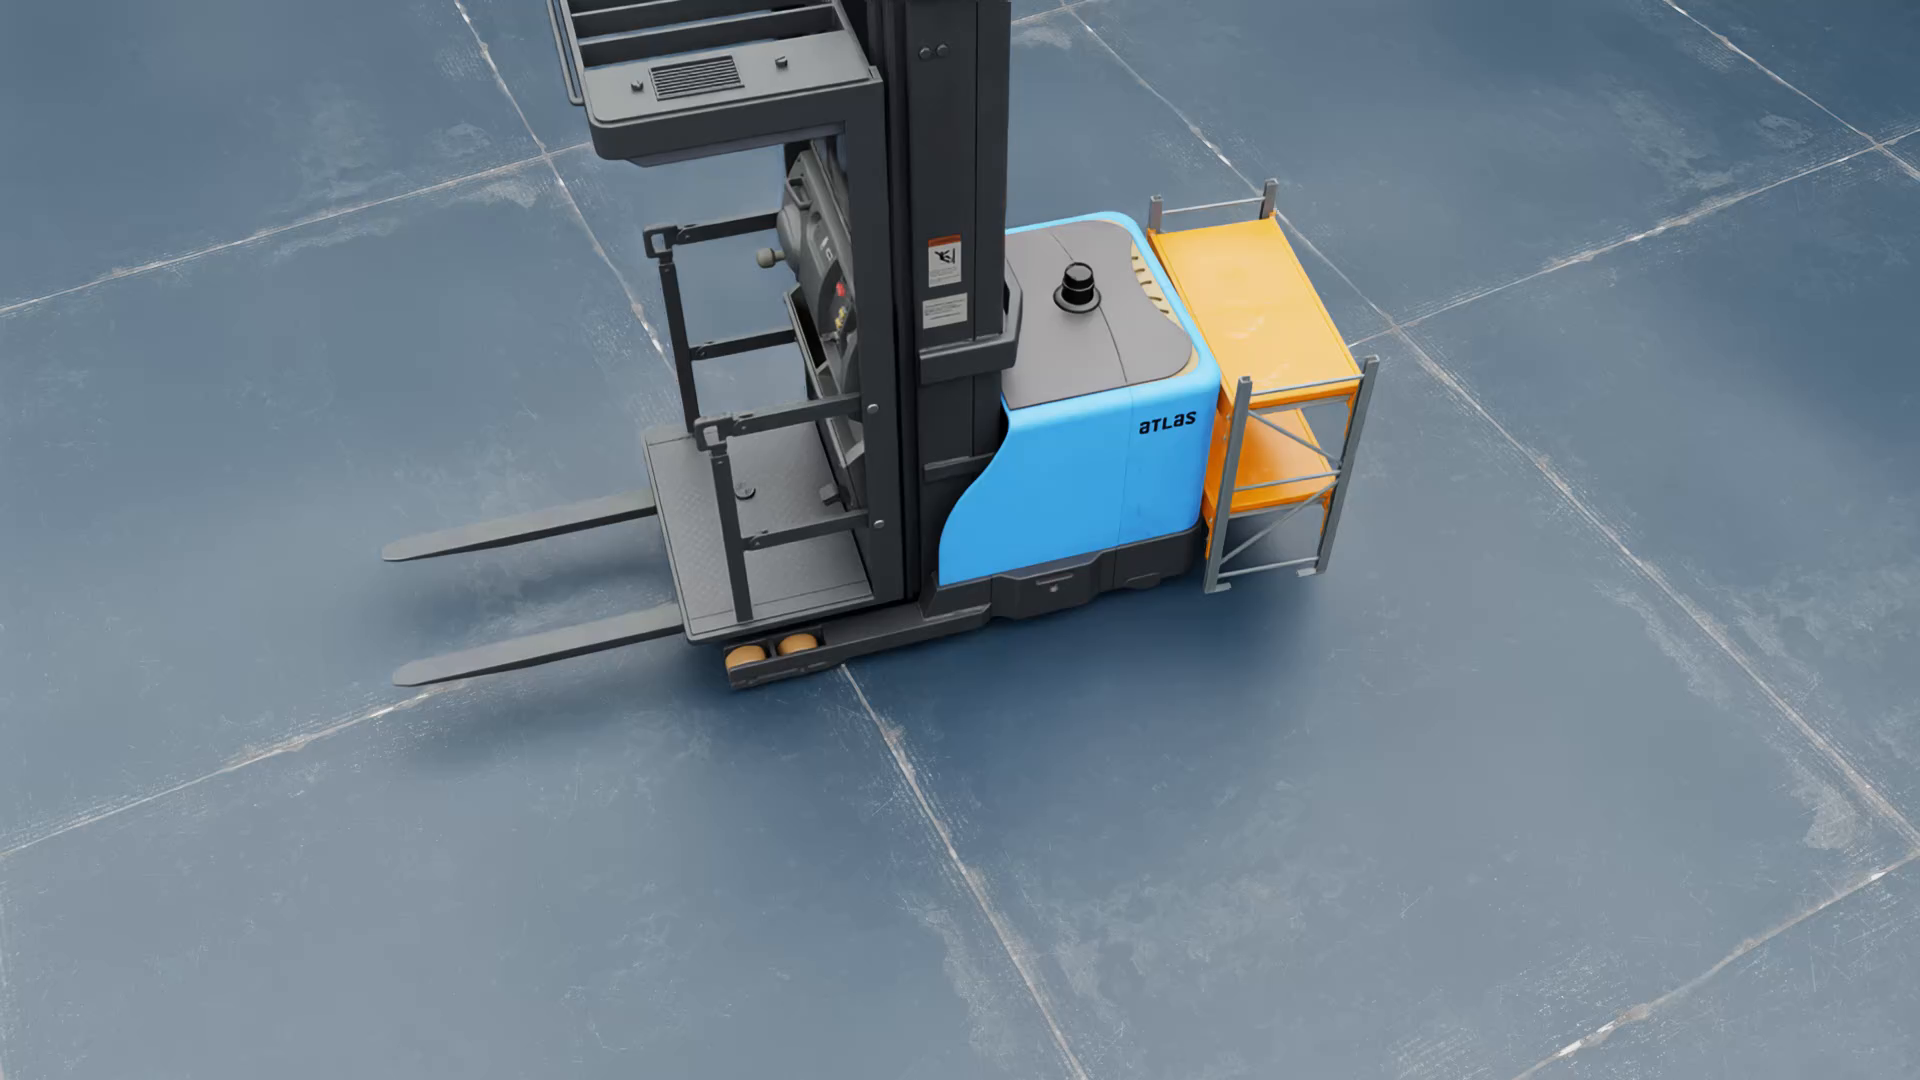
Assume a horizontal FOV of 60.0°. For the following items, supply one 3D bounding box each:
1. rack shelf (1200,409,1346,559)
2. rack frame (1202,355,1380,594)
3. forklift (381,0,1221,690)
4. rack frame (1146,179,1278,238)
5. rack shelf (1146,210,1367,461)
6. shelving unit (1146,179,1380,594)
[{"bbox_3d":[1.079,-0.425,6.592,0.538,0.278,1.000,-10,50,-8],"label":"rack shelf"},{"bbox_3d":[1.191,-0.213,6.081,0.500,1.125,0.032,-10,50,-8],"label":"rack frame"},{"bbox_3d":[-0.652,-0.865,5.452,3.031,2.935,1.130,-12,50,-11],"label":"forklift"},{"bbox_3d":[0.967,-0.959,6.734,0.500,1.125,0.032,-10,50,-8],"label":"rack frame"},{"bbox_3d":[1.079,-0.779,6.188,0.538,0.278,1.000,-10,50,-8],"label":"rack shelf"},{"bbox_3d":[1.079,-0.586,6.408,0.538,1.125,1.048,-10,50,-8],"label":"shelving unit"}]
